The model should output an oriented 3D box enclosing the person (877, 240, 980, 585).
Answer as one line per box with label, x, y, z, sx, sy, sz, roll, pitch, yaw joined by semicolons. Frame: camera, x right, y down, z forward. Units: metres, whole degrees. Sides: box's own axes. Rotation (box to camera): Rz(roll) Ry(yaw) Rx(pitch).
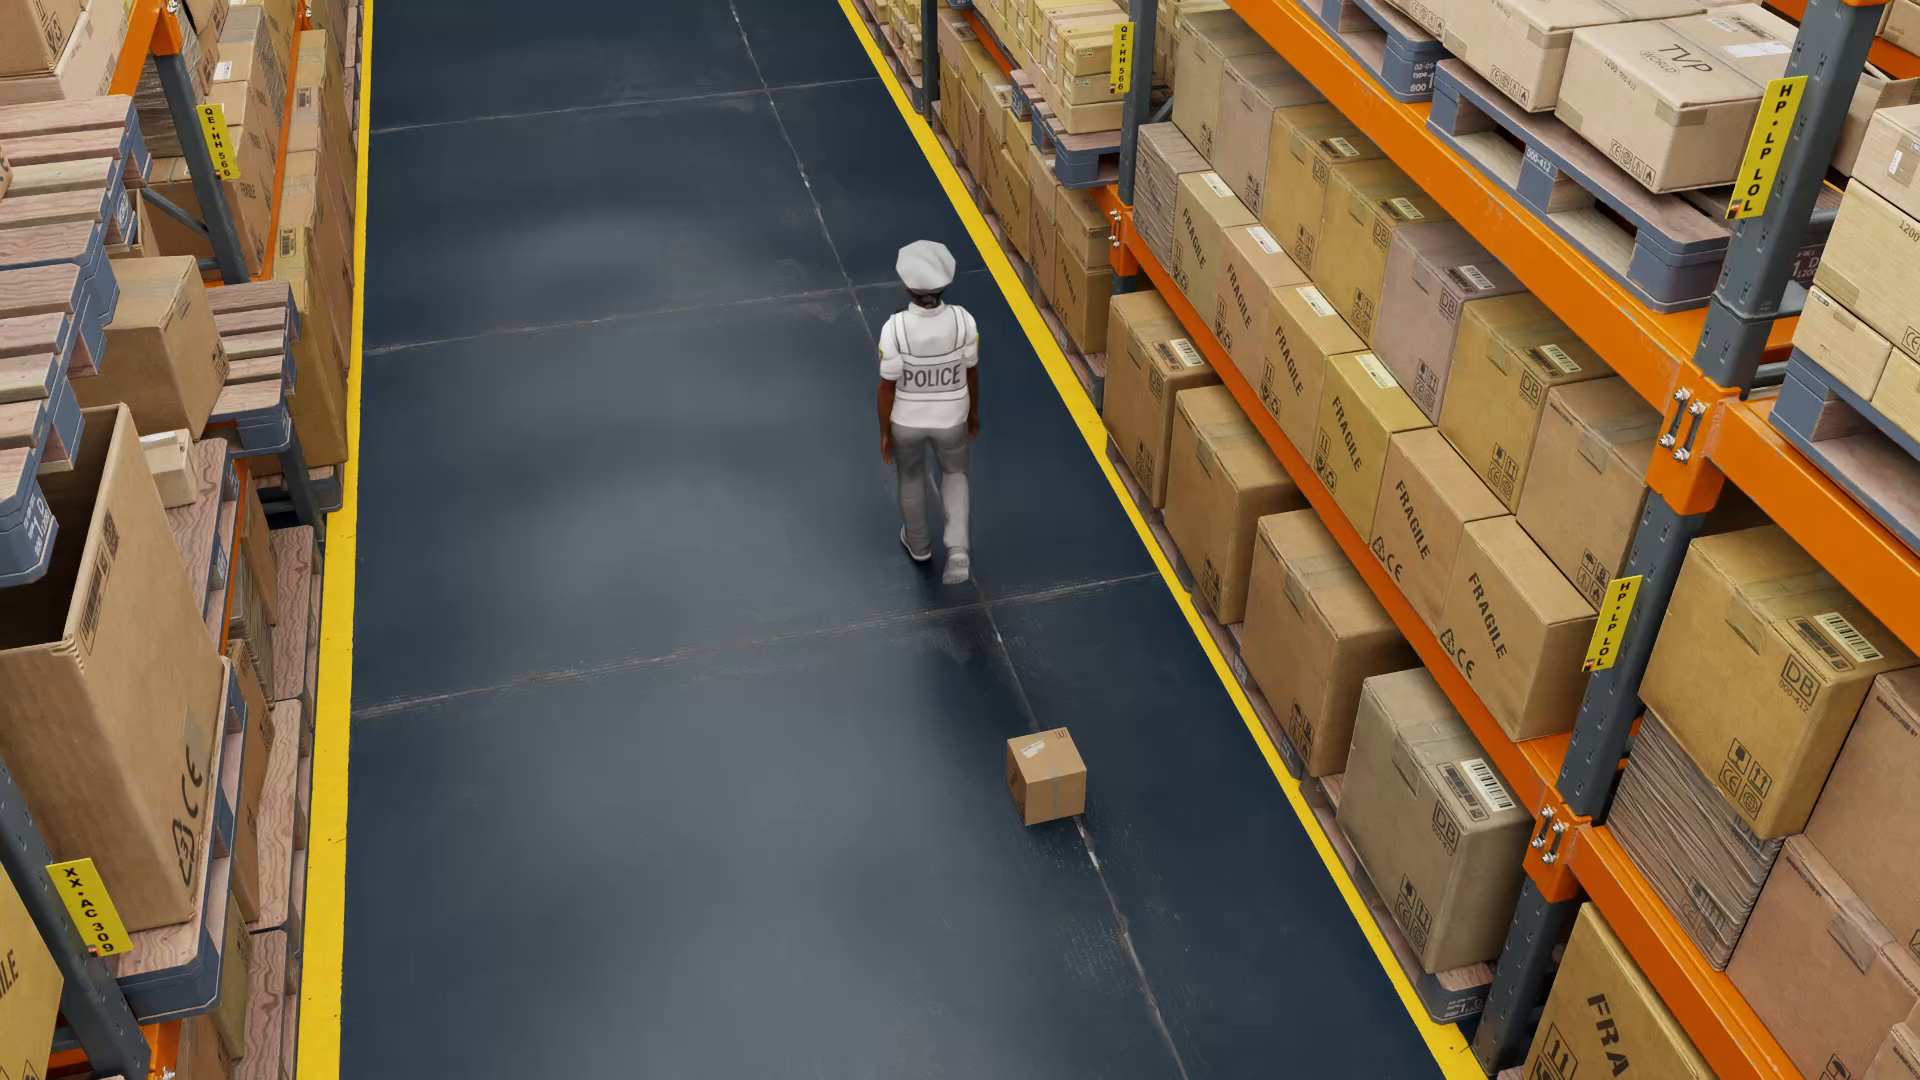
person;-0.128;-0.522;7.322;0.465;1.675;0.663;-5;39;-6
